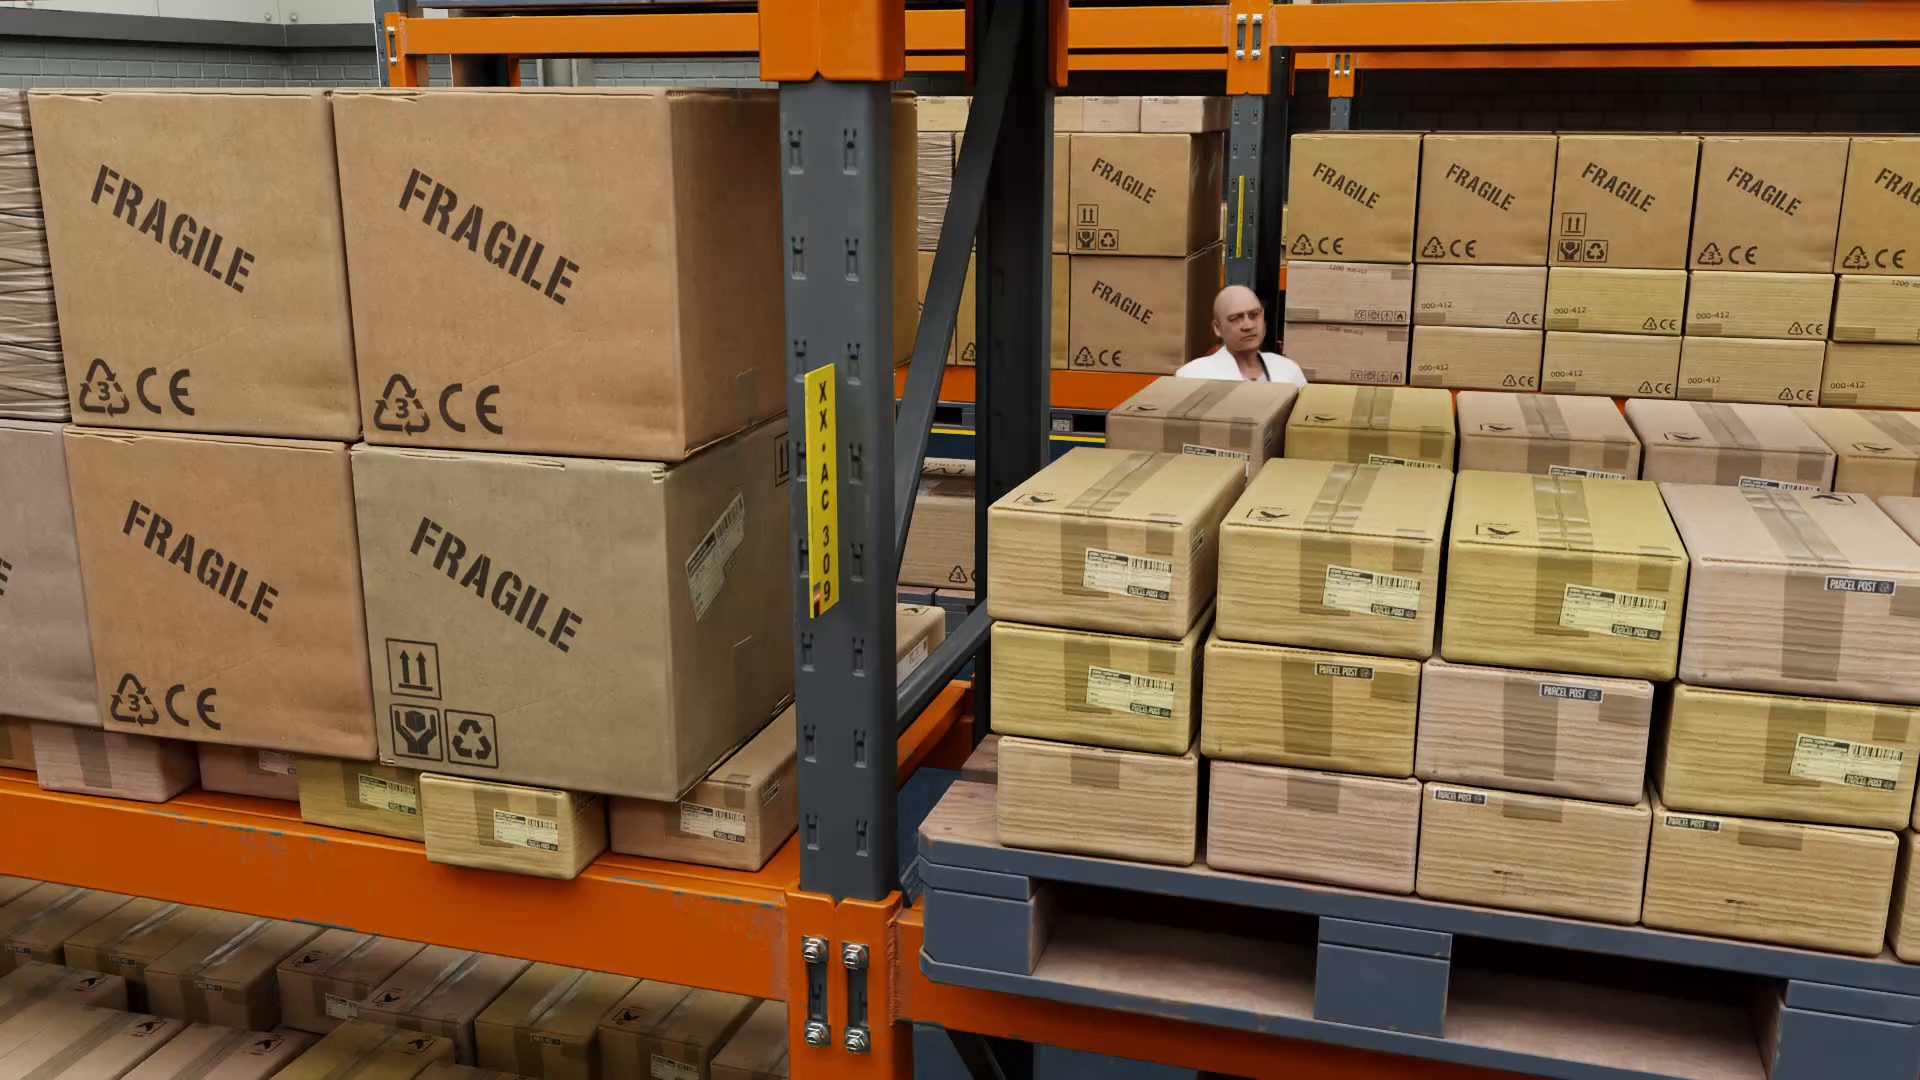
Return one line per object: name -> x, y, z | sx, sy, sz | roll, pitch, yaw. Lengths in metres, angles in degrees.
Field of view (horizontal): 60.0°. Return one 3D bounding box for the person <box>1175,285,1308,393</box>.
person -> 1.099, -0.018, 6.053 | 0.580, 1.782, 0.579 | -8, 17, -27
